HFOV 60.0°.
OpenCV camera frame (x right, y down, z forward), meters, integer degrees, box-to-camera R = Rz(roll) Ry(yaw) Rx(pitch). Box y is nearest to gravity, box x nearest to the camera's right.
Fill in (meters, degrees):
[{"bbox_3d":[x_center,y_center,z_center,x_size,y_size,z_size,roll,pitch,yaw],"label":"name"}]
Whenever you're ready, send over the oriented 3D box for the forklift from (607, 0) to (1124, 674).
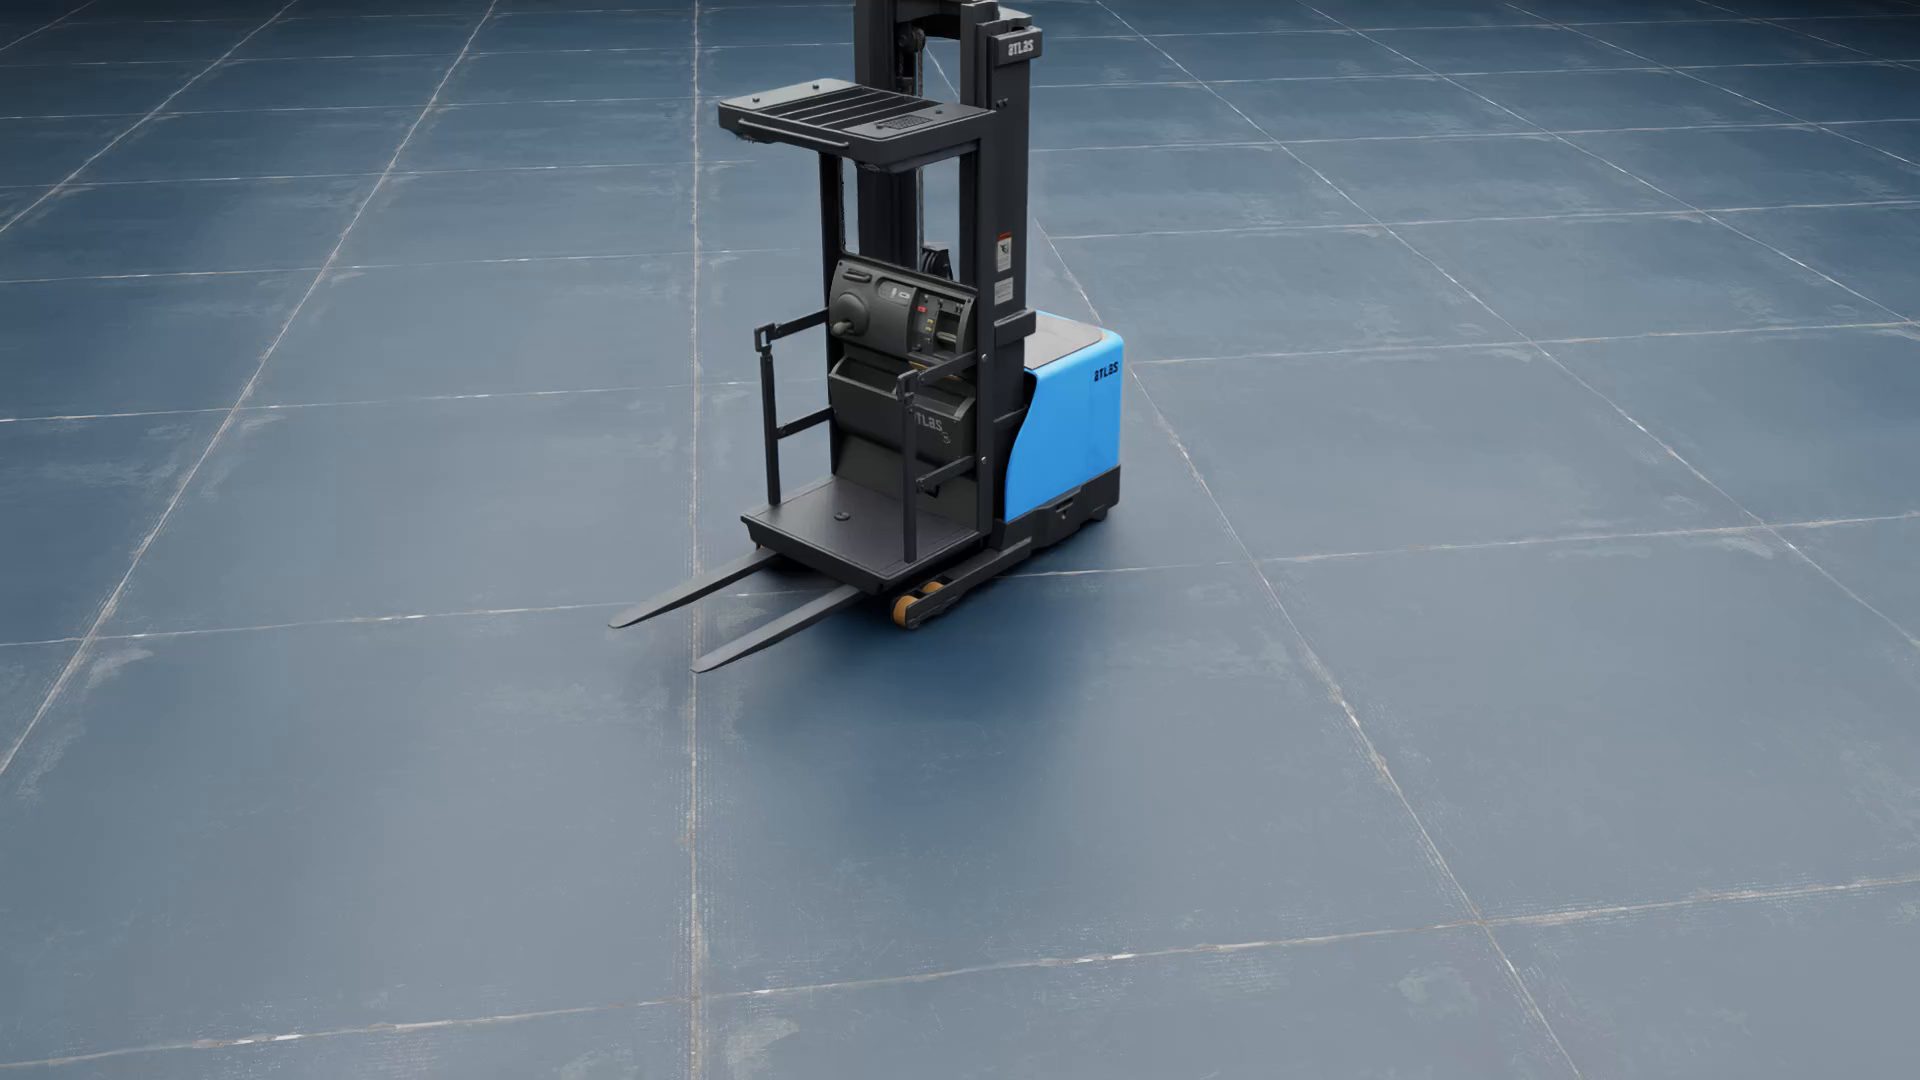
[{"bbox_3d":[-0.440,-1.118,8.218,1.130,2.935,3.031,22,34,36],"label":"forklift"}]
